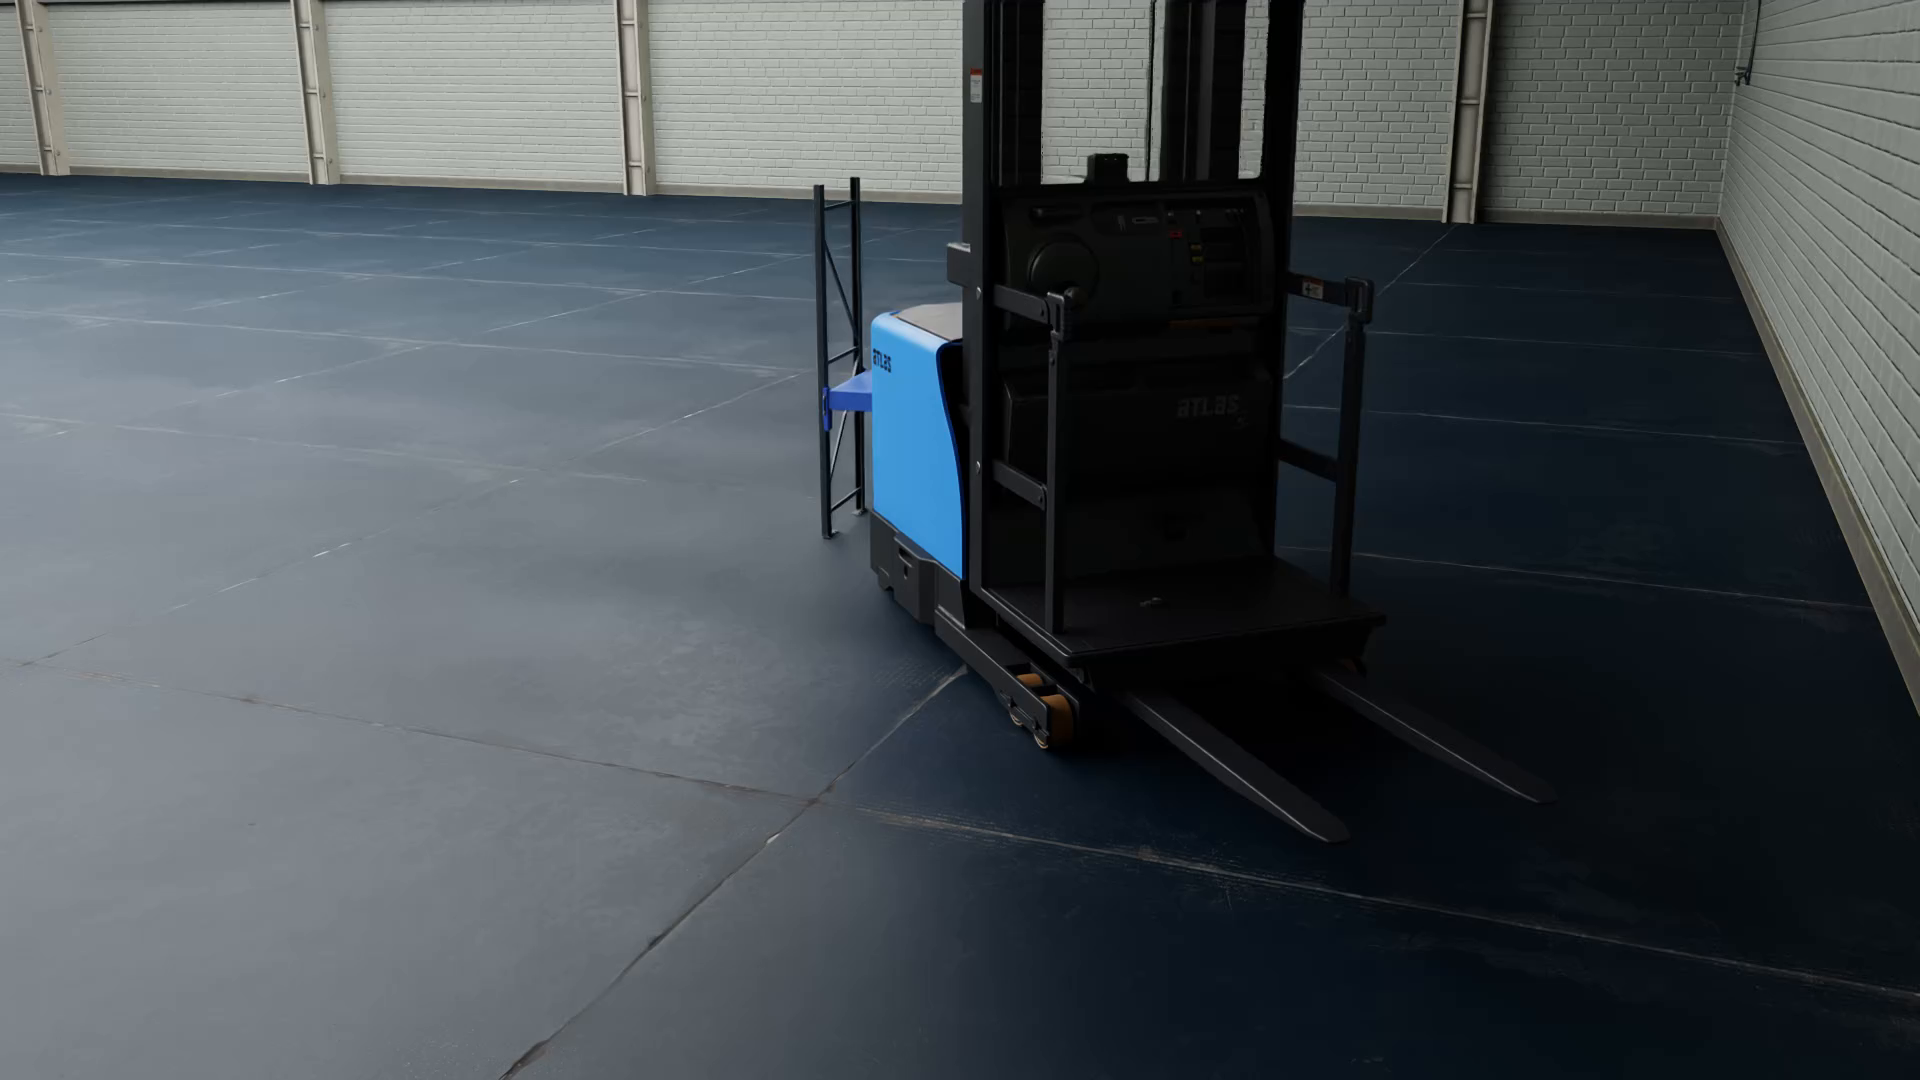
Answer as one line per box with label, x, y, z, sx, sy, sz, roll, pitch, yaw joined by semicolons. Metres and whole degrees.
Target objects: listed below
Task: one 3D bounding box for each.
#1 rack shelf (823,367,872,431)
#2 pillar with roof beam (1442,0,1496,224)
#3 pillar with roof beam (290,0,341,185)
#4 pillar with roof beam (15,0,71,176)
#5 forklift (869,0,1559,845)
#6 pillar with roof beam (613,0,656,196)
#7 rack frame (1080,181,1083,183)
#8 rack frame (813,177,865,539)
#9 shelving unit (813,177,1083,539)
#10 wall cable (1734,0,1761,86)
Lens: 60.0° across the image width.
rack shelf;-0.028;-0.584;7.141;1.000;0.185;0.538;4;17;15
pillar with roof beam;4.732;-7.224;15.918;0.400;9.000;9.100;6;17;21
pillar with roof beam;-12.013;-9.066;22.260;0.400;9.000;9.100;6;17;21
pillar with roof beam;-17.594;-9.679;24.374;0.400;9.000;9.100;6;17;21
forklift;0.645;-0.908;5.043;1.130;2.935;3.031;-6;17;-20
pillar with roof beam;-6.431;-8.452;20.146;0.400;9.000;9.100;6;17;21
rack frame;0.462;-0.719;6.960;0.032;1.500;0.500;4;17;15
rack frame;-0.518;-0.795;7.221;0.032;1.500;0.500;4;17;15
shelving unit;-0.028;-0.757;7.091;1.048;1.500;0.538;4;17;15
wall cable;8.567;-6.205;17.977;0.112;2.526;3.097;6;17;21
